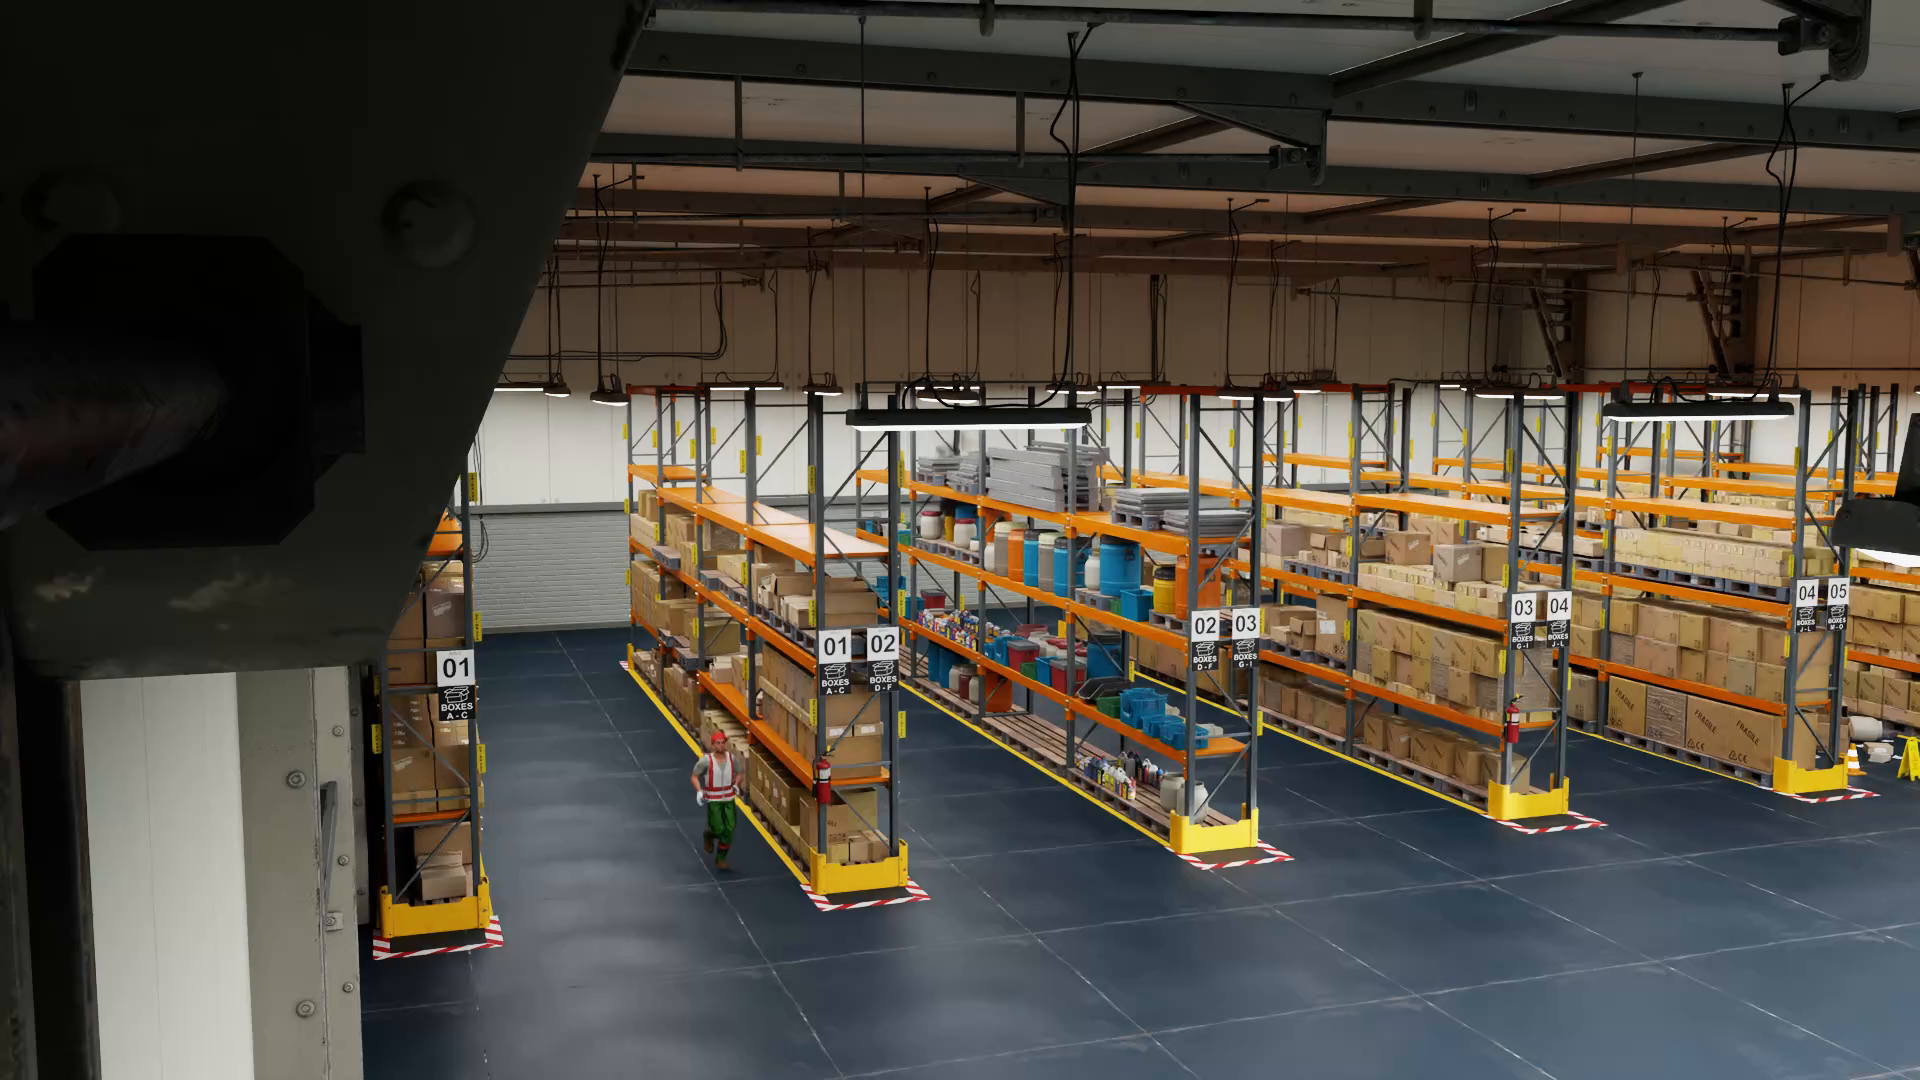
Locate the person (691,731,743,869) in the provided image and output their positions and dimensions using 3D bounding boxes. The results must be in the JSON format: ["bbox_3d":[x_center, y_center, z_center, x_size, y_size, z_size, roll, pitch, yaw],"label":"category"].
[{"bbox_3d":[-3.050,3.291,21.119,0.658,1.738,0.601,-3,7,-26],"label":"person"}]

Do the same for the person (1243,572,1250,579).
[{"bbox_3d":[7.175,1.179,41.354,0.936,1.715,0.695,2,6,15],"label":"person"}]
